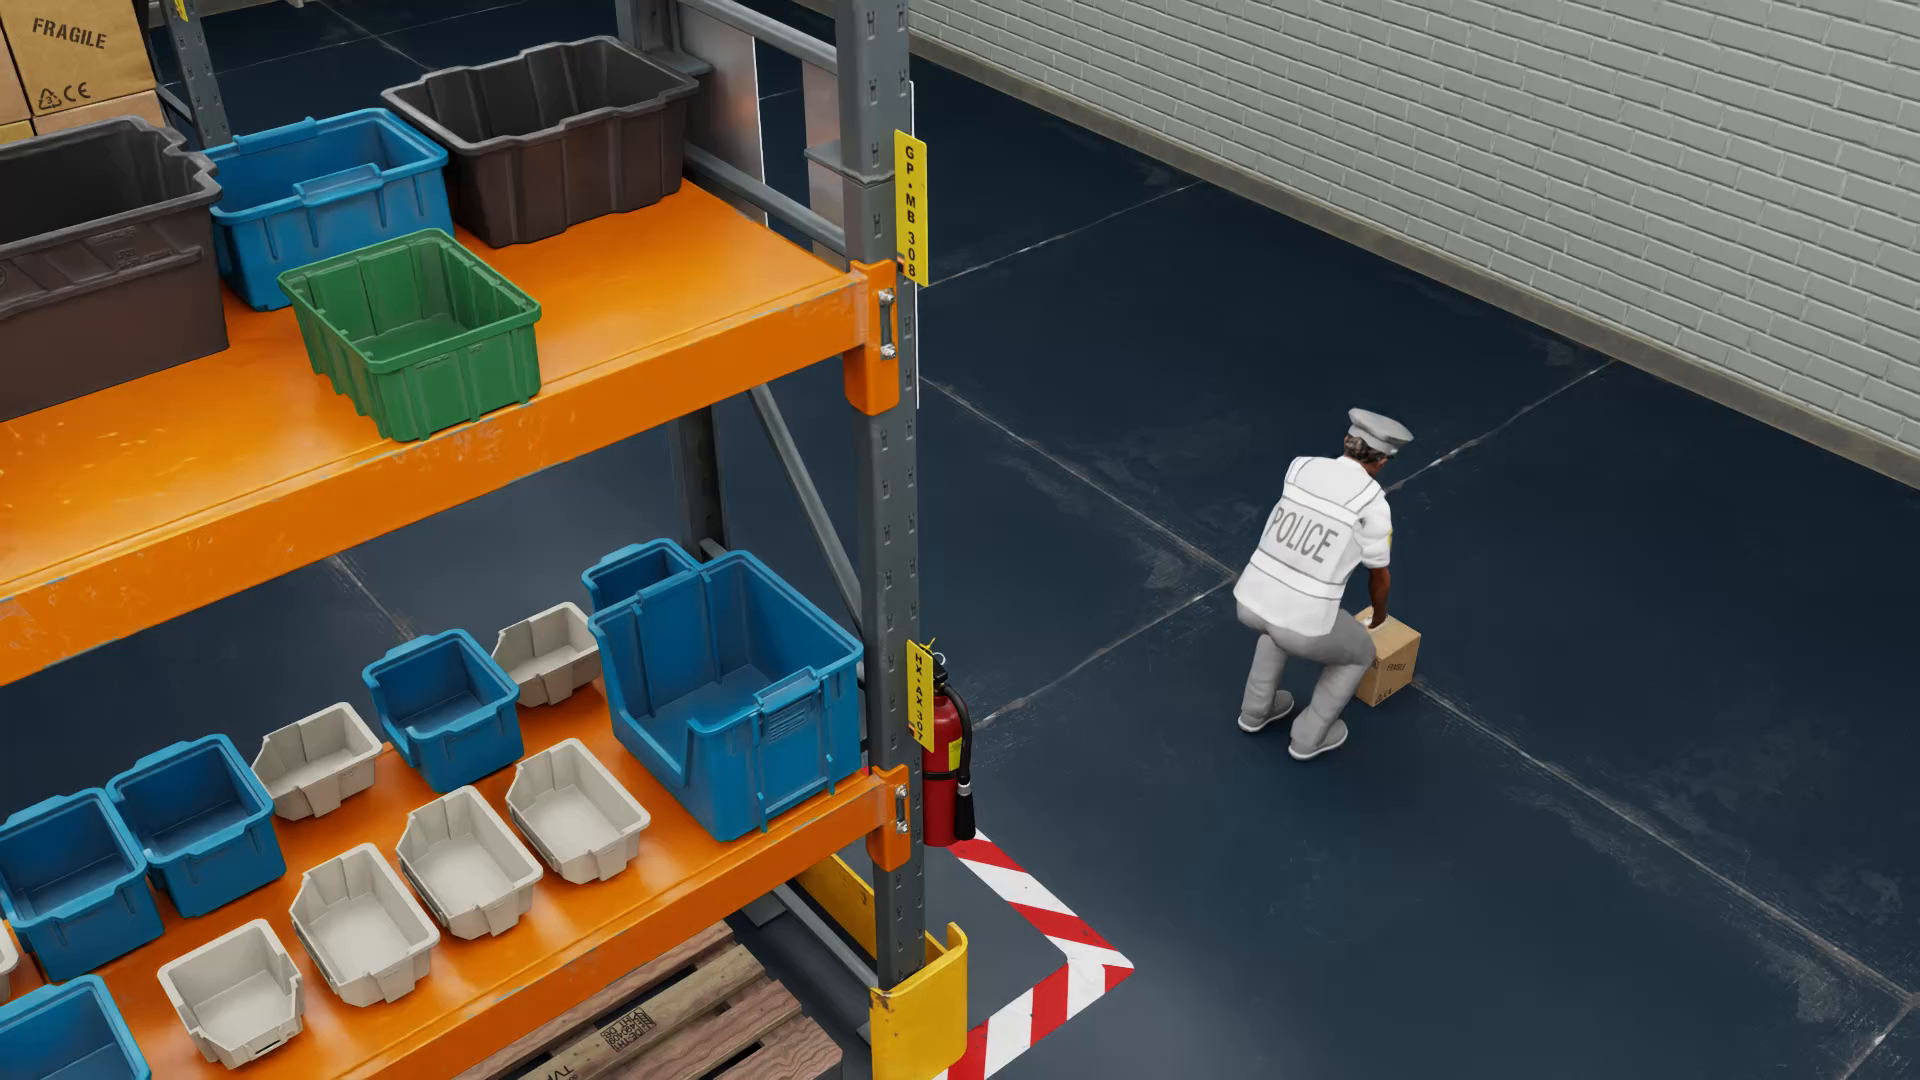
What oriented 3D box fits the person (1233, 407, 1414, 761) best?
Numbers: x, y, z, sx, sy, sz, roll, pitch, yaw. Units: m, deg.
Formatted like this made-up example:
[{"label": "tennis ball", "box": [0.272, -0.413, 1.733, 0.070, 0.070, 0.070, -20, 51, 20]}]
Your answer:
[{"label": "person", "box": [1.320, 0.176, 6.195, 0.740, 1.331, 0.496, -26, 44, -31]}]
